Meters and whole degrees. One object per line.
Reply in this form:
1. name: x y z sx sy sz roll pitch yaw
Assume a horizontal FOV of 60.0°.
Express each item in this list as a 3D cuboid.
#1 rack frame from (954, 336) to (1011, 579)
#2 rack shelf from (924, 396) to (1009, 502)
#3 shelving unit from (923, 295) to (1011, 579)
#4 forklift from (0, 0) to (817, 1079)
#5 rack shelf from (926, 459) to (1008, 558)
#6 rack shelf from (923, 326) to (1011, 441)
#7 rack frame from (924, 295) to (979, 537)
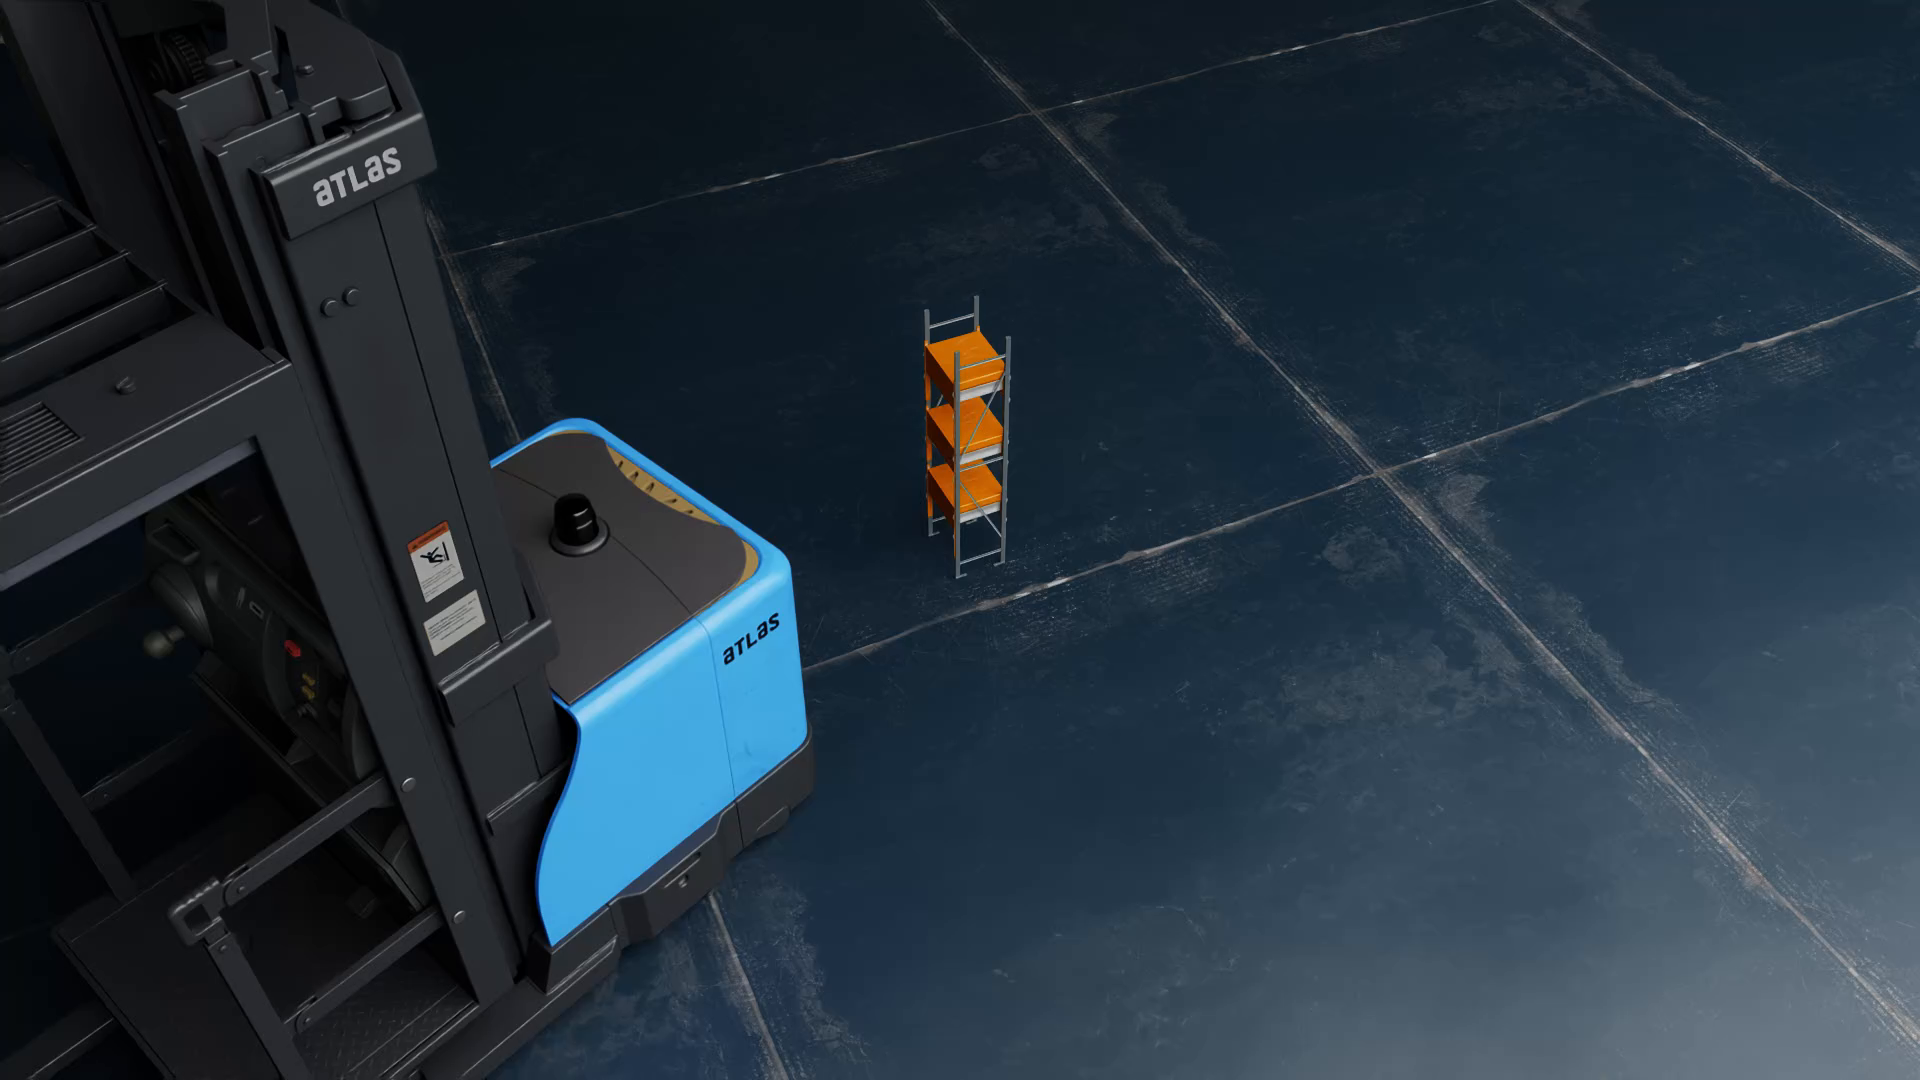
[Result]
1. rack frame: 0.074 -0.262 5.768 0.200 1.050 0.008 -18 47 -17
2. rack shelf: 0.022 -0.332 5.854 0.215 0.259 0.240 -18 47 -17
3. shelving unit: 0.022 -0.340 5.847 0.215 1.050 0.252 -18 47 -17
4. forklift: -1.826 0.311 3.848 1.130 2.935 3.031 33 53 29
5. rack shelf: 0.022 -0.134 6.049 0.215 0.259 0.240 -18 47 -17
6. rack shelf: 0.022 -0.534 5.655 0.215 0.259 0.240 -18 47 -17
7. rack frame: -0.029 -0.417 5.926 0.200 1.050 0.008 -18 47 -17
